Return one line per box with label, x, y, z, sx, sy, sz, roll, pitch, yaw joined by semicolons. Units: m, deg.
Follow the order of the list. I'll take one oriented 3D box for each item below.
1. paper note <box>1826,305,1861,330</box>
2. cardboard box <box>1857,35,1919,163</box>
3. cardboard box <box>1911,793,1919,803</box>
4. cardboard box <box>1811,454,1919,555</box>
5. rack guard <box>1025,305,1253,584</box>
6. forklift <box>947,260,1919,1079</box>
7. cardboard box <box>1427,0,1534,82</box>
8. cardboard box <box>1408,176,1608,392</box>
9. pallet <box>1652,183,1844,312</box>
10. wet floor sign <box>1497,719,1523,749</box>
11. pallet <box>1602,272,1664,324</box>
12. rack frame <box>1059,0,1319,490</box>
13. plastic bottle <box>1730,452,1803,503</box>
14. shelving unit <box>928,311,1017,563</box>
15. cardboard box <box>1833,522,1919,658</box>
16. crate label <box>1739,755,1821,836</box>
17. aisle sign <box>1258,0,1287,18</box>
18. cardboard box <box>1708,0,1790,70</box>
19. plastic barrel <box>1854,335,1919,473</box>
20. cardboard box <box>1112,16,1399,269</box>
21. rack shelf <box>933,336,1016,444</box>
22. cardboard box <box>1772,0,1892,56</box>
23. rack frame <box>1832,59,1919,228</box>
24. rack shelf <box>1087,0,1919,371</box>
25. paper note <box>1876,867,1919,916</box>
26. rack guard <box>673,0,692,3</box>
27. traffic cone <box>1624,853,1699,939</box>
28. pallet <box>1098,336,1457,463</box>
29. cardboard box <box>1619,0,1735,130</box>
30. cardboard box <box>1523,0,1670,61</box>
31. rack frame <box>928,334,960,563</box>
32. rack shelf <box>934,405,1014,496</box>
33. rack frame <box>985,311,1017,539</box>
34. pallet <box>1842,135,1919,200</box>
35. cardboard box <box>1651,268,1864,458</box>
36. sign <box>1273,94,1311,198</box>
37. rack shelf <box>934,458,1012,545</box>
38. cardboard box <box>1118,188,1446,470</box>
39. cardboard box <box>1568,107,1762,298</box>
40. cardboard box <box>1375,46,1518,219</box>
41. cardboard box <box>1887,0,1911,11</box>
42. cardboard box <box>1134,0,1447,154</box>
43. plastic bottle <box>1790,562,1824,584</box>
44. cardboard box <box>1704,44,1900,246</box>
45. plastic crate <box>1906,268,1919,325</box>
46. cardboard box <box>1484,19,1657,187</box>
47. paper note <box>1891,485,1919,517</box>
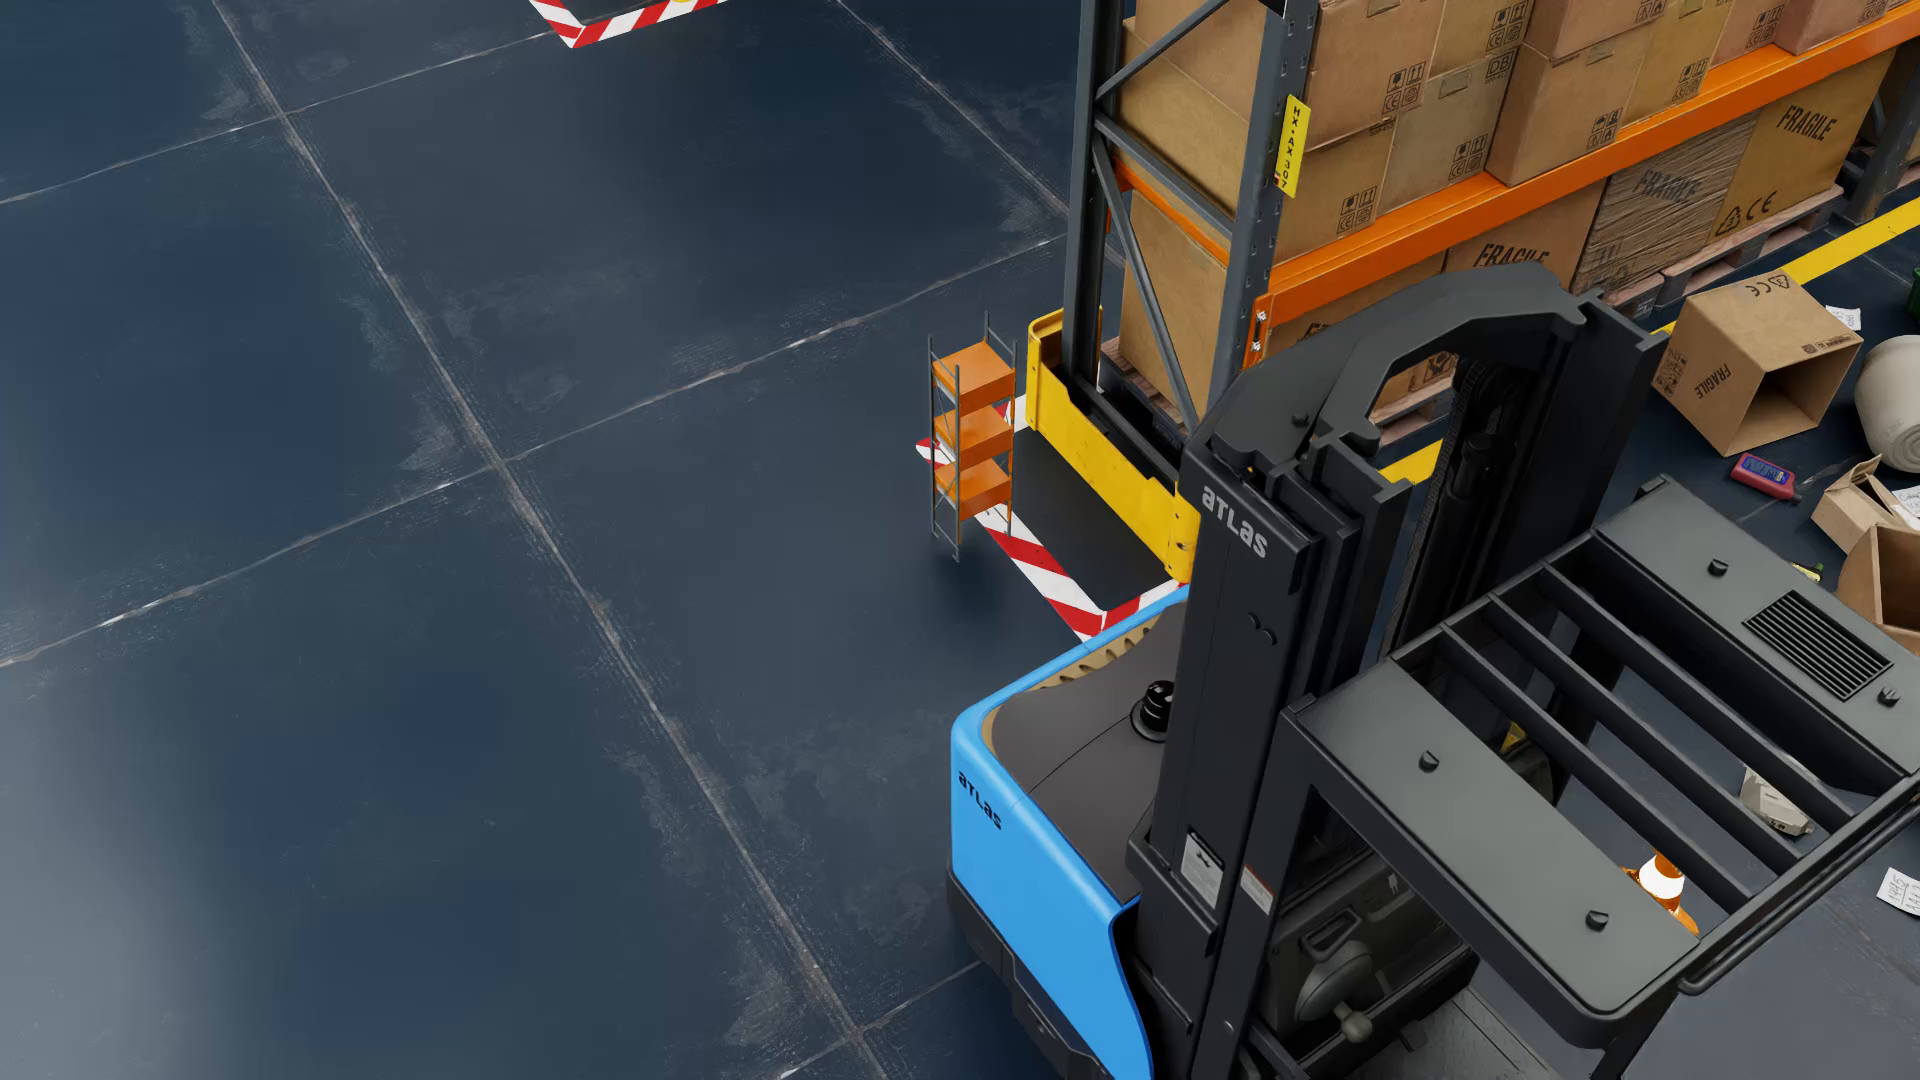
paper note;4.030;-1.018;7.581;0.147;0.020;0.142;13;50;12
cardboard box;4.593;-2.541;8.175;0.750;0.750;1.050;-25;53;-21
cardboard box;3.489;0.985;5.718;0.250;0.149;0.380;-2;48;-1
cardboard box;3.645;-0.088;6.596;0.258;0.266;0.396;-17;51;-15
rack guard;0.712;-0.411;6.726;0.348;0.500;1.175;-25;53;-21
forklift;1.212;0.956;3.881;1.130;2.935;3.031;-28;54;-22
cardboard box;1.483;-2.061;5.699;0.550;0.550;0.875;-25;53;-21
cardboard box;2.014;-1.348;7.029;0.875;0.875;0.875;-26;53;-21
pallet;3.431;-1.664;8.036;1.213;0.211;1.003;-25;53;-21
wet floor sign;1.765;0.794;5.556;0.232;0.644;0.267;-34;57;-27
pallet;2.398;-1.175;7.601;1.213;0.211;1.003;-25;53;-21
rack frame;0.733;-1.251;5.801;0.127;3.000;1.000;-25;53;-21
plastic bottle;3.352;-0.252;6.879;0.283;0.061;0.133;30;55;24
shelving unit;0.045;-0.370;6.322;0.252;1.050;0.215;-25;53;-21
cardboard box;3.594;0.366;6.032;0.797;0.503;0.637;13;50;12
crate label;2.887;0.883;5.818;0.250;0.136;0.298;21;52;18
aisle sign;0.833;-1.898;4.636;0.004;0.787;0.394;-25;53;-21
cardboard box;2.837;-2.366;6.694;0.550;0.550;0.875;-25;53;-21
plastic barrel;3.975;-0.568;6.917;0.421;0.421;0.512;6;49;5
cardboard box;1.022;-1.478;5.902;0.550;0.550;0.875;-25;53;-21
rack shelf;0.045;-0.552;6.118;0.240;0.259;0.215;-25;53;-21
cardboard box;3.357;-2.507;6.819;0.550;0.550;0.875;-25;53;-21
rack frame;4.116;-2.845;7.221;0.127;3.000;1.000;-25;53;-21
rack shelf;2.424;-1.809;6.780;4.000;0.370;1.077;-25;53;-21
paper note;3.197;1.188;5.617;0.148;0.019;0.142;30;55;24
rack guard;-1.764;-3.623;9.587;0.348;0.500;1.175;-25;53;-21
traffic cone;2.255;1.127;5.382;0.334;0.463;0.336;-25;53;-21
pallet;1.367;-0.692;7.170;1.213;0.211;1.003;-25;53;-21
cardboard box;2.443;-2.092;6.449;0.500;0.550;0.875;-25;53;-21
cardboard box;2.029;-2.199;5.821;0.550;0.550;0.875;-25;53;-21
rack frame;-0.058;-0.322;6.279;0.008;1.050;0.200;-25;53;-21
rack shelf;0.045;-0.363;6.330;0.240;0.259;0.215;-25;53;-21
rack frame;0.148;-0.419;6.365;0.008;1.050;0.200;-25;53;-21
pallet;4.728;-2.273;8.578;1.213;0.211;1.003;-25;53;-21
cardboard box;3.350;-0.748;7.025;0.500;0.500;0.500;-17;51;-15
sign;1.024;-1.213;5.134;0.005;0.325;0.100;-25;53;-21
rack shelf;0.045;-0.179;6.538;0.240;0.259;0.215;-25;53;-21
cardboard box;1.271;-0.996;6.716;0.875;0.875;0.875;-25;53;-21
cardboard box;2.786;-1.710;7.351;0.875;0.875;0.875;-25;53;-21
cardboard box;1.476;-1.711;6.110;0.550;0.550;0.875;-25;53;-21
cardboard box;3.810;-2.741;7.027;0.550;0.550;0.875;-25;53;-21
cardboard box;1.067;-1.784;5.452;0.550;0.550;0.875;-25;53;-21
plastic bottle;3.277;0.171;6.502;0.133;0.061;0.283;30;55;24
cardboard box;3.546;-2.072;7.673;0.875;0.875;0.875;-24;53;-20
plastic crate;4.668;-1.033;7.451;0.662;0.188;0.450;-2;38;-1
cardboard box;2.016;-1.855;6.238;0.550;0.550;0.875;-25;53;-21
paper note;3.944;-0.158;6.821;0.155;0.023;0.172;-9;49;-8
